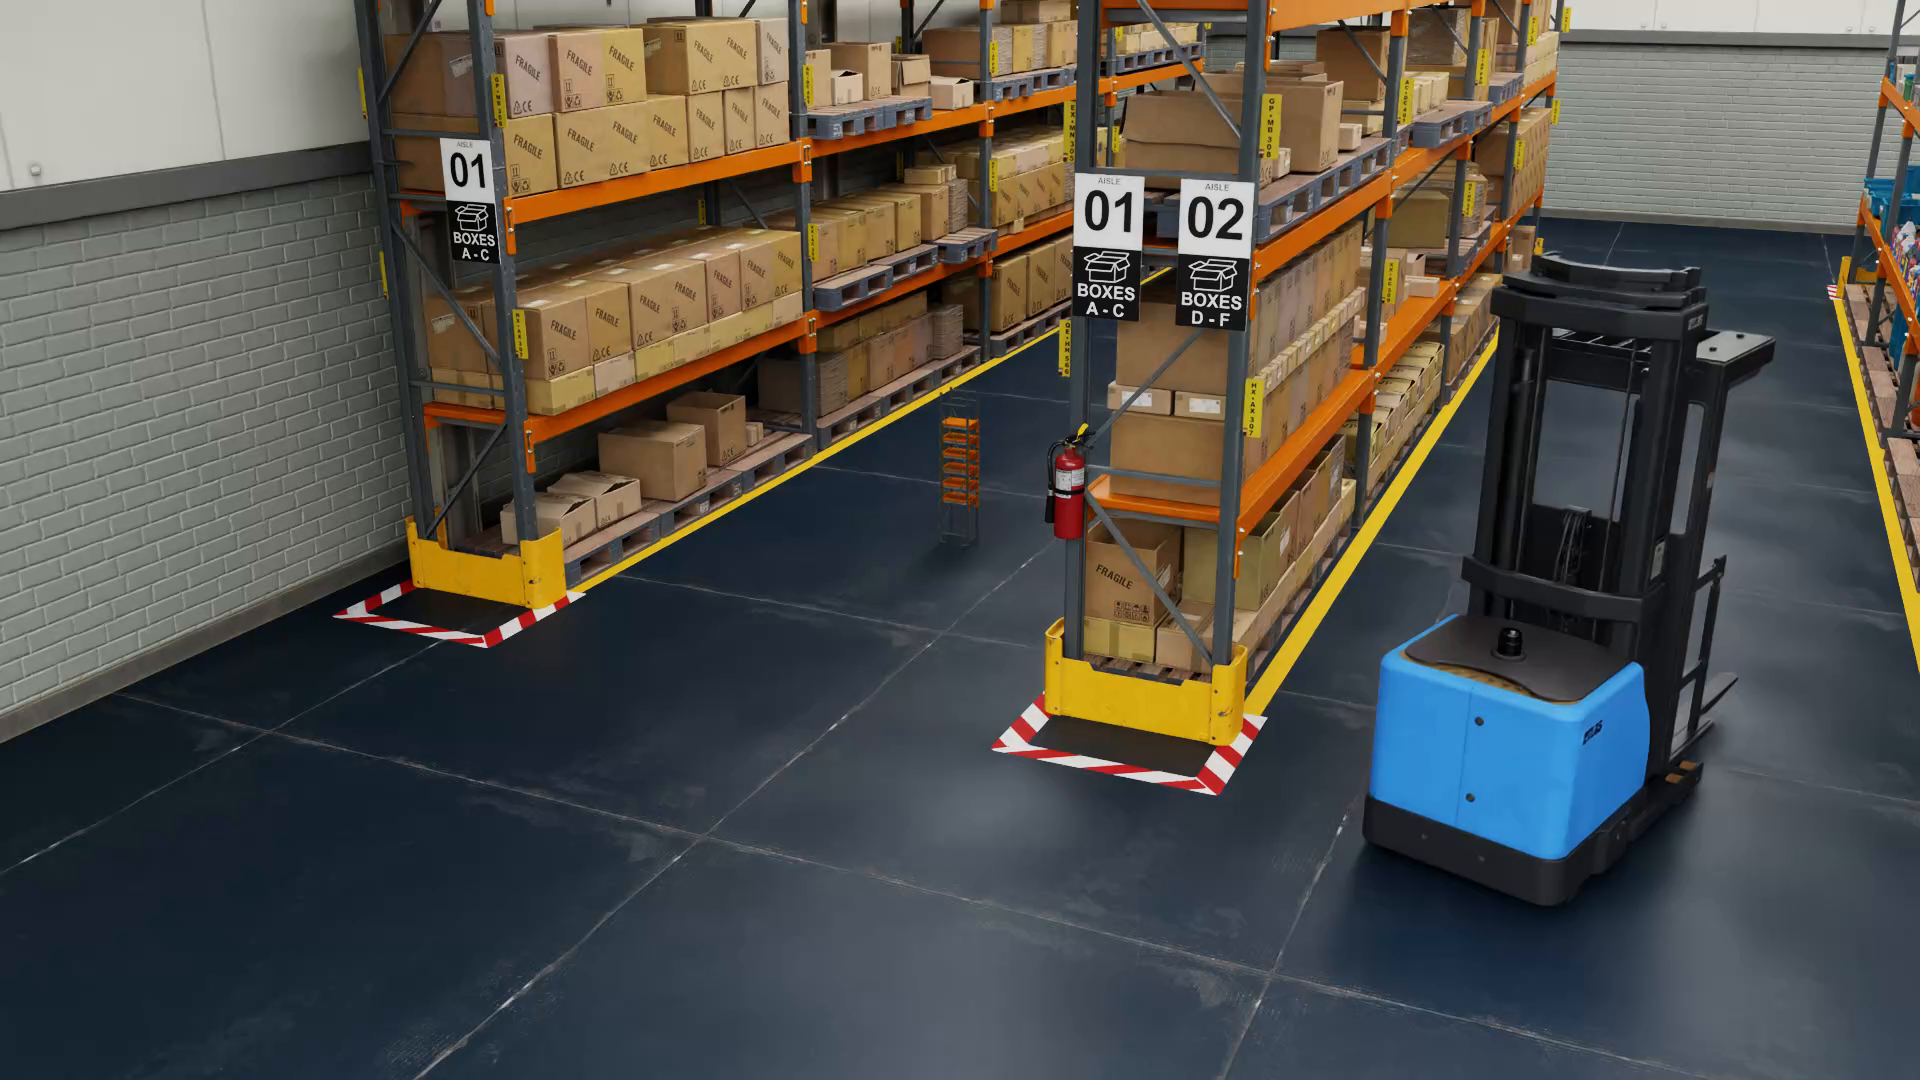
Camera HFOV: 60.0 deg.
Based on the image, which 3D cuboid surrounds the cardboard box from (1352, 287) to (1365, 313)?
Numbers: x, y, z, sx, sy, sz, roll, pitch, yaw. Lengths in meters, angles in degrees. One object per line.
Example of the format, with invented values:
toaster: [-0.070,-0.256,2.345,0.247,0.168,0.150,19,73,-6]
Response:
cardboard box: [2.824,-1.818,12.486,0.380,0.149,0.250,9,21,23]

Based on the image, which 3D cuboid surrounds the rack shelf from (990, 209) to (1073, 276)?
rack shelf: [0.676,-3.751,20.114,1.077,0.370,4.000,9,21,23]

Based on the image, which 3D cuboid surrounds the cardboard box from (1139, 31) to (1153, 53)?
cardboard box: [2.240,-6.618,22.072,0.500,0.250,0.500,8,21,22]

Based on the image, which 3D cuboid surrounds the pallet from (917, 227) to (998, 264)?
pallet: [-0.337,-3.156,17.653,1.213,0.211,1.003,9,21,23]

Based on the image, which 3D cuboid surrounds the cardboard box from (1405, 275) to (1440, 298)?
cardboard box: [4.262,-2.369,15.528,0.380,0.149,0.250,9,21,23]

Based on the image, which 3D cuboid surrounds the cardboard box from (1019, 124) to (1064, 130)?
cardboard box: [1.069,-5.147,21.222,0.500,0.250,0.500,9,22,24]

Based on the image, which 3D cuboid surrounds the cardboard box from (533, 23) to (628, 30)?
cardboard box: [-2.832,-3.610,12.497,0.500,0.500,0.500,9,21,23]

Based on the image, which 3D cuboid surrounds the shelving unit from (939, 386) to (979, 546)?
shelving unit: [-0.006,-0.561,12.755,0.258,1.200,0.189,9,21,23]

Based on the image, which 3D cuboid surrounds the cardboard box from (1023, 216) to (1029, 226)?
cardboard box: [0.590,-3.758,19.406,0.380,0.149,0.250,9,21,24]

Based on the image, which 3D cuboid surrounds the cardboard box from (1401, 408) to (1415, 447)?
cardboard box: [3.761,-1.039,14.891,0.500,0.250,0.500,9,21,24]

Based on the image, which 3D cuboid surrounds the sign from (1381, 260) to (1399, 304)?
sign: [3.247,-1.947,12.557,0.100,0.325,0.005,9,21,23]

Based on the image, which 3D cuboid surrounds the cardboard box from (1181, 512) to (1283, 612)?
cardboard box: [1.728,0.103,10.560,0.500,0.500,0.500,9,21,23]

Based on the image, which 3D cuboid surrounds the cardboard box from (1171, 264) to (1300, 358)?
cardboard box: [1.743,-1.486,10.585,0.700,0.500,0.500,9,21,23]

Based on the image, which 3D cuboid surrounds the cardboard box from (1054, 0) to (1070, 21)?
cardboard box: [1.015,-6.472,20.288,0.500,0.250,0.500,10,22,27]

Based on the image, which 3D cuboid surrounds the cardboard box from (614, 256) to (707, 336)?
cardboard box: [-2.320,-1.896,12.899,0.500,0.500,0.500,9,22,24]

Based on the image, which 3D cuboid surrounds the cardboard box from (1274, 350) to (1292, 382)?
cardboard box: [1.881,-1.114,10.506,0.380,0.149,0.250,8,21,21]

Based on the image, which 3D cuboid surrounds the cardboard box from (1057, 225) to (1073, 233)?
cardboard box: [1.348,-3.670,21.393,0.750,0.750,0.750,9,21,23]

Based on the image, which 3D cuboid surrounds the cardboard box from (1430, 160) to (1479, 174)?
cardboard box: [5.618,-4.154,19.396,0.700,0.500,0.500,2,20,4]

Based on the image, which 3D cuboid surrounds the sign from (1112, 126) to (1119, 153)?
sign: [1.994,-5.138,21.331,0.100,0.325,0.005,9,21,23]

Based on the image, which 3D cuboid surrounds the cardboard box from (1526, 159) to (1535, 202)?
cardboard box: [7.094,-4.654,21.429,0.500,0.500,0.500,8,21,22]

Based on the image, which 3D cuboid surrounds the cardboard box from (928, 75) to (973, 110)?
cardboard box: [-0.191,-4.602,17.060,0.500,0.311,0.500,9,21,23]

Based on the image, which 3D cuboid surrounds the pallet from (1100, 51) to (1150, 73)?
pallet: [1.840,-6.322,21.924,1.003,0.211,1.213,9,21,23]

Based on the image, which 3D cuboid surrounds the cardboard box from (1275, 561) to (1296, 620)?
cardboard box: [1.931,0.303,11.116,0.500,0.250,0.500,9,21,23]

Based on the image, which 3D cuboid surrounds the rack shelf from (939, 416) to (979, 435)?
rack shelf: [-0.006,-0.858,12.650,0.258,0.103,0.180,9,21,23]

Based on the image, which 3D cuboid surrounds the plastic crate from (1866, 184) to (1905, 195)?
plastic crate: [11.501,-4.283,20.695,0.416,0.233,0.300,9,21,23]

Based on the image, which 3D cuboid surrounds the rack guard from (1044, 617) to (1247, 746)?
rack guard: [1.092,0.830,9.888,1.175,0.500,0.348,9,21,23]

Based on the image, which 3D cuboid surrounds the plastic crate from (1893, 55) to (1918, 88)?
plastic crate: [11.295,-5.520,19.629,0.504,0.338,0.767,9,21,23]

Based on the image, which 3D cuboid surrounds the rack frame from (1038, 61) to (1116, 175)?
rack frame: [1.495,-4.702,21.712,1.000,3.000,0.127,9,21,23]

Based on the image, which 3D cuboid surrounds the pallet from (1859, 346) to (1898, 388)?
pallet: [10.180,-1.798,17.710,1.003,0.211,1.213,9,21,23]

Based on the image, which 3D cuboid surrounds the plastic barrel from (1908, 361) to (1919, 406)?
plastic barrel: [9.230,-1.482,15.745,0.421,0.512,0.421,0,20,0]

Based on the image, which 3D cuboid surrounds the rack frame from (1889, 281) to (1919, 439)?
rack frame: [8.896,-2.119,14.452,1.000,3.000,0.127,9,21,23]

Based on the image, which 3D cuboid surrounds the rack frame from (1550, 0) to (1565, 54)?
rack frame: [7.654,-8.072,22.237,1.000,3.000,0.127,9,21,23]

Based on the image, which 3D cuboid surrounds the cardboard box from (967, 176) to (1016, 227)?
cardboard box: [0.290,-3.789,18.523,0.500,0.500,0.500,9,22,24]

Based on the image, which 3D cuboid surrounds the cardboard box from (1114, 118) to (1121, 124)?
cardboard box: [2.646,-5.684,24.028,0.980,0.700,0.700,8,21,22]

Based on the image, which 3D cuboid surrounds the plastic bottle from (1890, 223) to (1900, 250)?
plastic bottle: [9.994,-3.234,17.759,0.061,0.283,0.133,9,21,23]

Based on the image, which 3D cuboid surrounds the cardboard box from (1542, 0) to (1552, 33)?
cardboard box: [7.459,-7.018,22.108,0.700,0.500,0.500,9,21,23]

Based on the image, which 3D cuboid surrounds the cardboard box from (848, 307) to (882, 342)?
cardboard box: [-1.108,-2.161,16.523,0.500,0.250,0.500,8,21,21]

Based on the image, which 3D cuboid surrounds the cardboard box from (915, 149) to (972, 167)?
cardboard box: [-0.193,-4.203,18.568,0.500,0.250,0.500,9,22,24]

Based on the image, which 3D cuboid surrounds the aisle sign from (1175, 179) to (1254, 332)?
aisle sign: [1.355,-1.517,8.879,0.394,0.787,0.004,9,21,23]

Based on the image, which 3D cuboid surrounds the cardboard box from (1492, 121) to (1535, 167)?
cardboard box: [6.888,-4.961,20.802,0.500,0.500,0.500,8,21,21]

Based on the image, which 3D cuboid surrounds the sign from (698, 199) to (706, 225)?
sign: [-2.288,-2.877,14.853,0.100,0.325,0.005,9,21,23]

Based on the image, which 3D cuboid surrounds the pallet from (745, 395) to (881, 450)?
pallet: [-1.463,-1.180,15.973,1.003,0.211,1.213,9,21,23]

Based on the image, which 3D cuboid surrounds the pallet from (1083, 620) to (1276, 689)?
pallet: [1.377,0.720,10.630,1.003,0.211,1.213,9,21,23]

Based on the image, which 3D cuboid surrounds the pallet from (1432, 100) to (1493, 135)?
pallet: [4.182,-3.905,15.277,1.213,0.211,1.003,10,22,25]

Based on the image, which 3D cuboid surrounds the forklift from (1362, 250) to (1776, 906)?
forklift: [3.422,-0.058,8.759,1.130,2.935,3.031,17,26,39]

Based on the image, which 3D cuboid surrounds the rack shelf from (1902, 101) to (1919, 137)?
rack shelf: [9.715,-3.805,15.789,1.077,0.370,4.000,9,21,23]

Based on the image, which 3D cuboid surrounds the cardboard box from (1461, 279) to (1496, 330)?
cardboard box: [5.865,-2.712,19.193,0.500,0.500,0.500,9,21,23]

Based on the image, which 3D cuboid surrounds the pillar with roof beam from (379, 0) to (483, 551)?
pillar with roof beam: [0.006,-3.602,9.667,9.100,9.000,0.400,9,21,23]

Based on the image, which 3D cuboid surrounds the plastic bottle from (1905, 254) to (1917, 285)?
plastic bottle: [9.140,-2.596,15.966,0.061,0.283,0.133,9,21,23]

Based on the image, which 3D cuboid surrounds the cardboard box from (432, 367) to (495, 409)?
cardboard box: [-3.404,-1.141,11.896,0.500,0.250,0.500,9,21,23]

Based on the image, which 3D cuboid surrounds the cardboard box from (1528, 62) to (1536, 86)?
cardboard box: [6.650,-5.633,20.078,0.500,0.250,0.500,9,21,23]

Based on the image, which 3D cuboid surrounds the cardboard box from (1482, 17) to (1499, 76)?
cardboard box: [5.743,-5.584,18.793,0.600,0.600,0.600,6,21,18]

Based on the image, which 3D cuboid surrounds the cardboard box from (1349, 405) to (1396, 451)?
cardboard box: [3.346,-0.988,13.911,0.500,0.311,0.500,8,21,22]

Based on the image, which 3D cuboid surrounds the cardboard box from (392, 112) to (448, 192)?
cardboard box: [-3.479,-2.665,11.331,0.500,0.500,0.500,10,22,27]

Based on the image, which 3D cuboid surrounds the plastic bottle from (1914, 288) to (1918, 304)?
plastic bottle: [8.736,-2.241,15.089,0.097,0.201,0.097,0,20,0]

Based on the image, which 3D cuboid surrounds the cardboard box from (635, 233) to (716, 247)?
cardboard box: [-2.379,-2.275,13.965,0.500,0.500,0.500,8,21,22]
